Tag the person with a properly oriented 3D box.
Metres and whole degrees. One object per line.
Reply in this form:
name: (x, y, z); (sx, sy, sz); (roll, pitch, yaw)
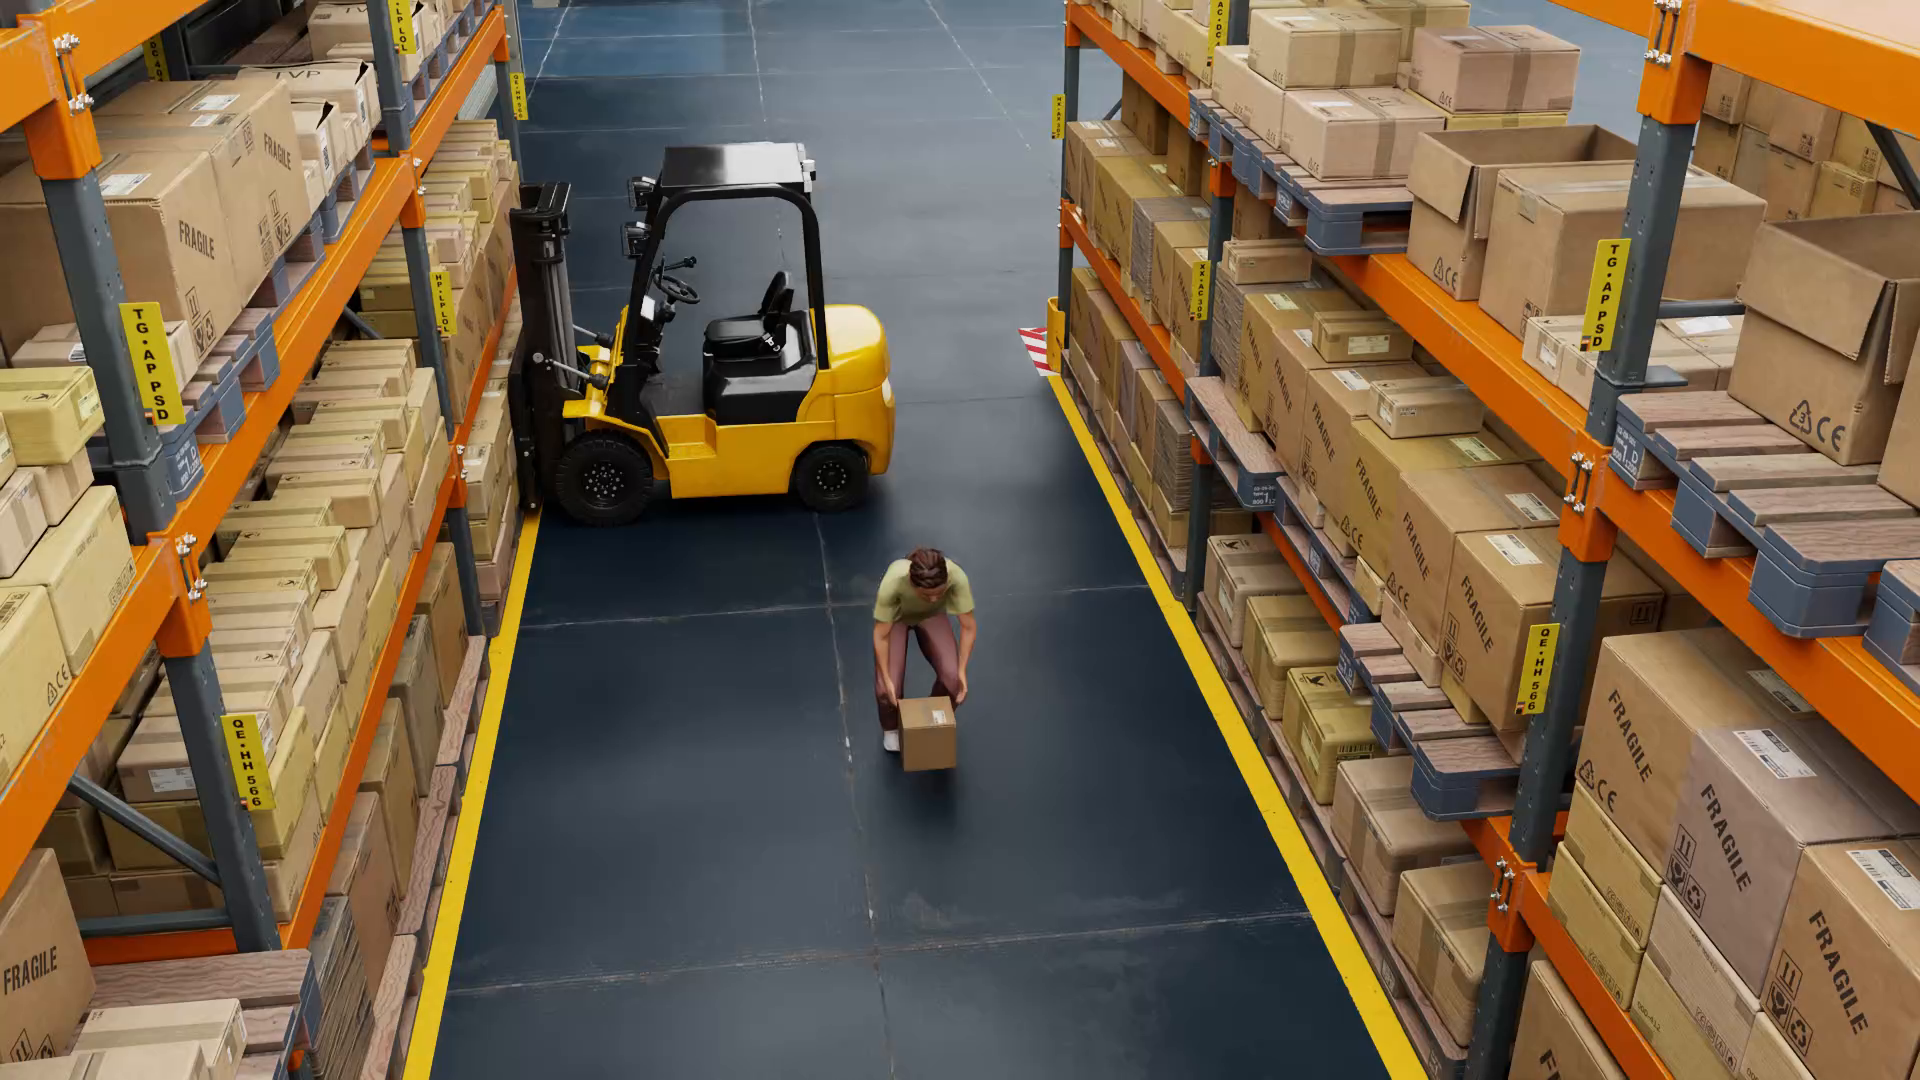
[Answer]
person: (-0.183, 0.490, 8.168); (0.509, 1.222, 0.716); (-4, 27, -7)
